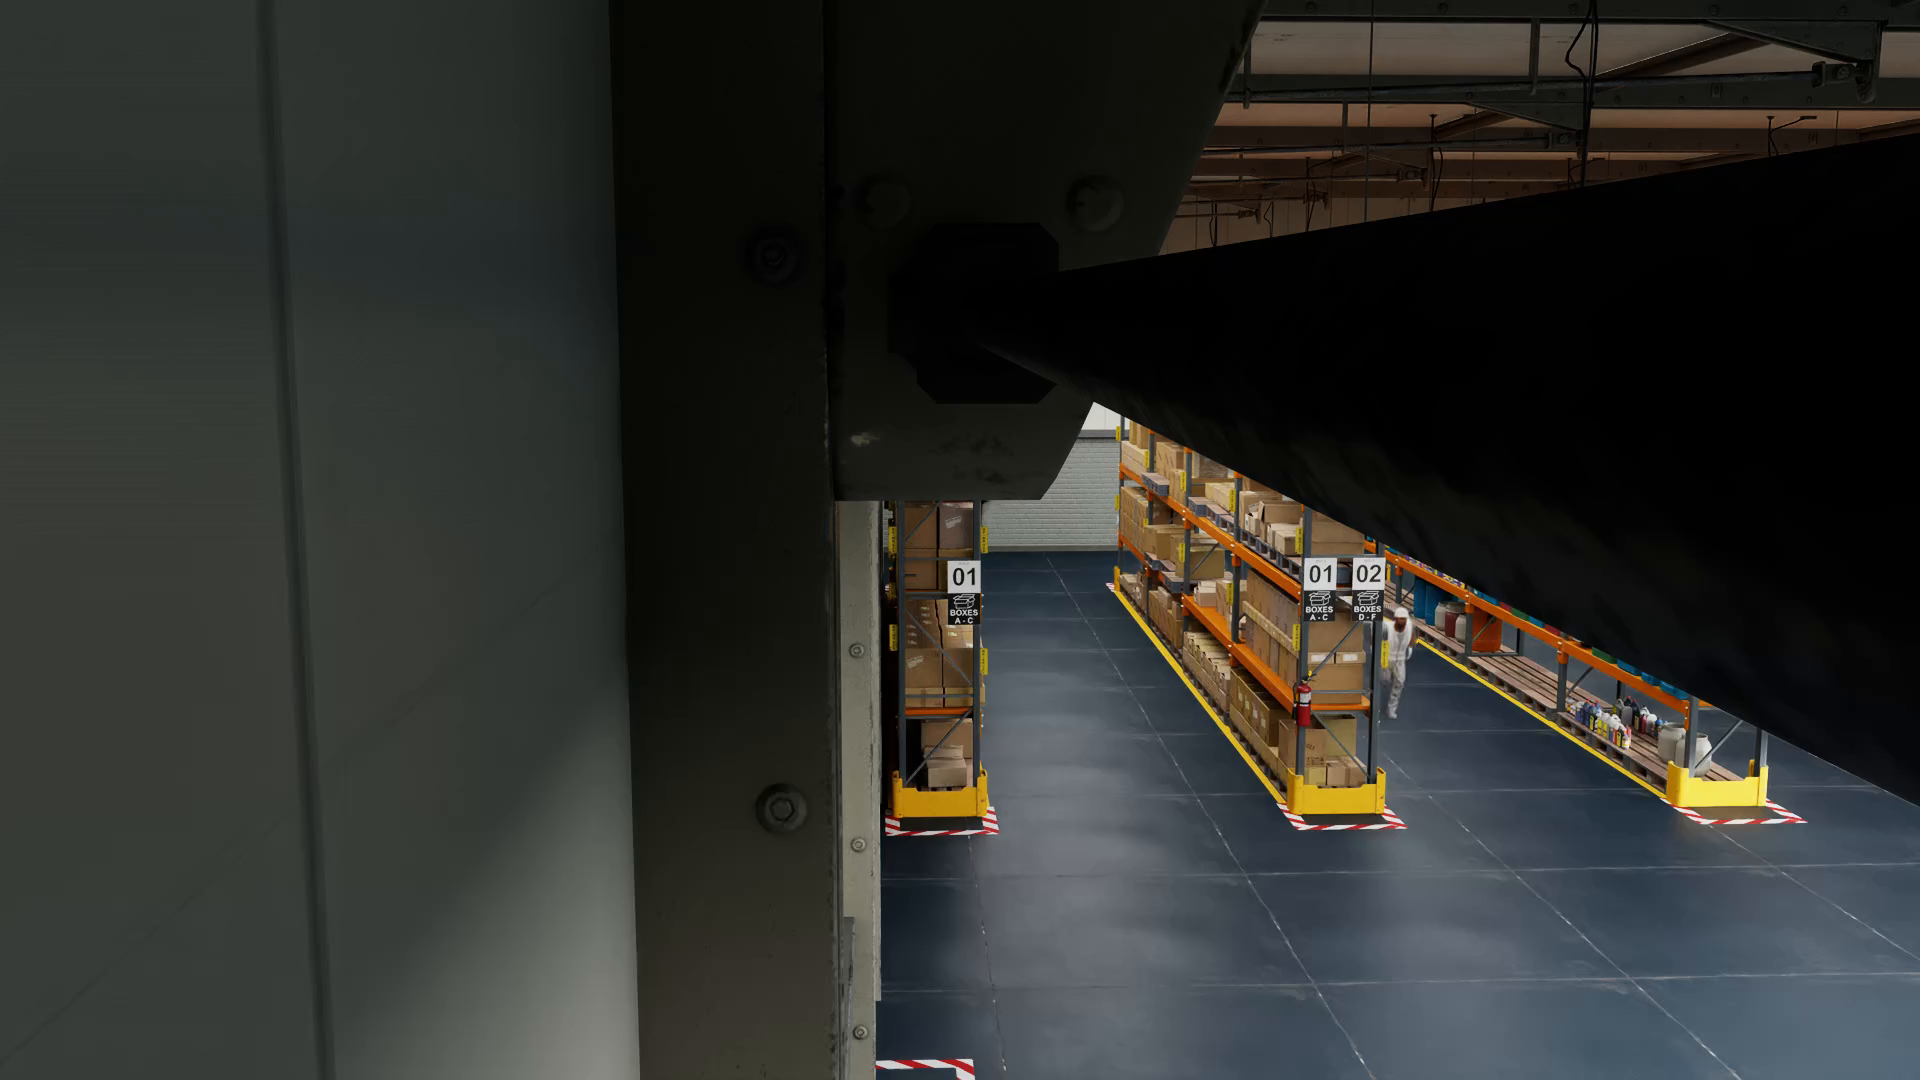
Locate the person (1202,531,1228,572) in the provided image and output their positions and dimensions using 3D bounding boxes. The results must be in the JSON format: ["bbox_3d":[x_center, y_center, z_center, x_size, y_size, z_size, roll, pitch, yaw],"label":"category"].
[{"bbox_3d":[5.510,0.321,36.332,0.608,1.725,0.684,-3,9,-17],"label":"person"}]

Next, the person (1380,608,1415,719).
[{"bbox_3d":[6.625,1.837,25.579,0.682,1.722,0.950,-2,8,-14],"label":"person"}]
